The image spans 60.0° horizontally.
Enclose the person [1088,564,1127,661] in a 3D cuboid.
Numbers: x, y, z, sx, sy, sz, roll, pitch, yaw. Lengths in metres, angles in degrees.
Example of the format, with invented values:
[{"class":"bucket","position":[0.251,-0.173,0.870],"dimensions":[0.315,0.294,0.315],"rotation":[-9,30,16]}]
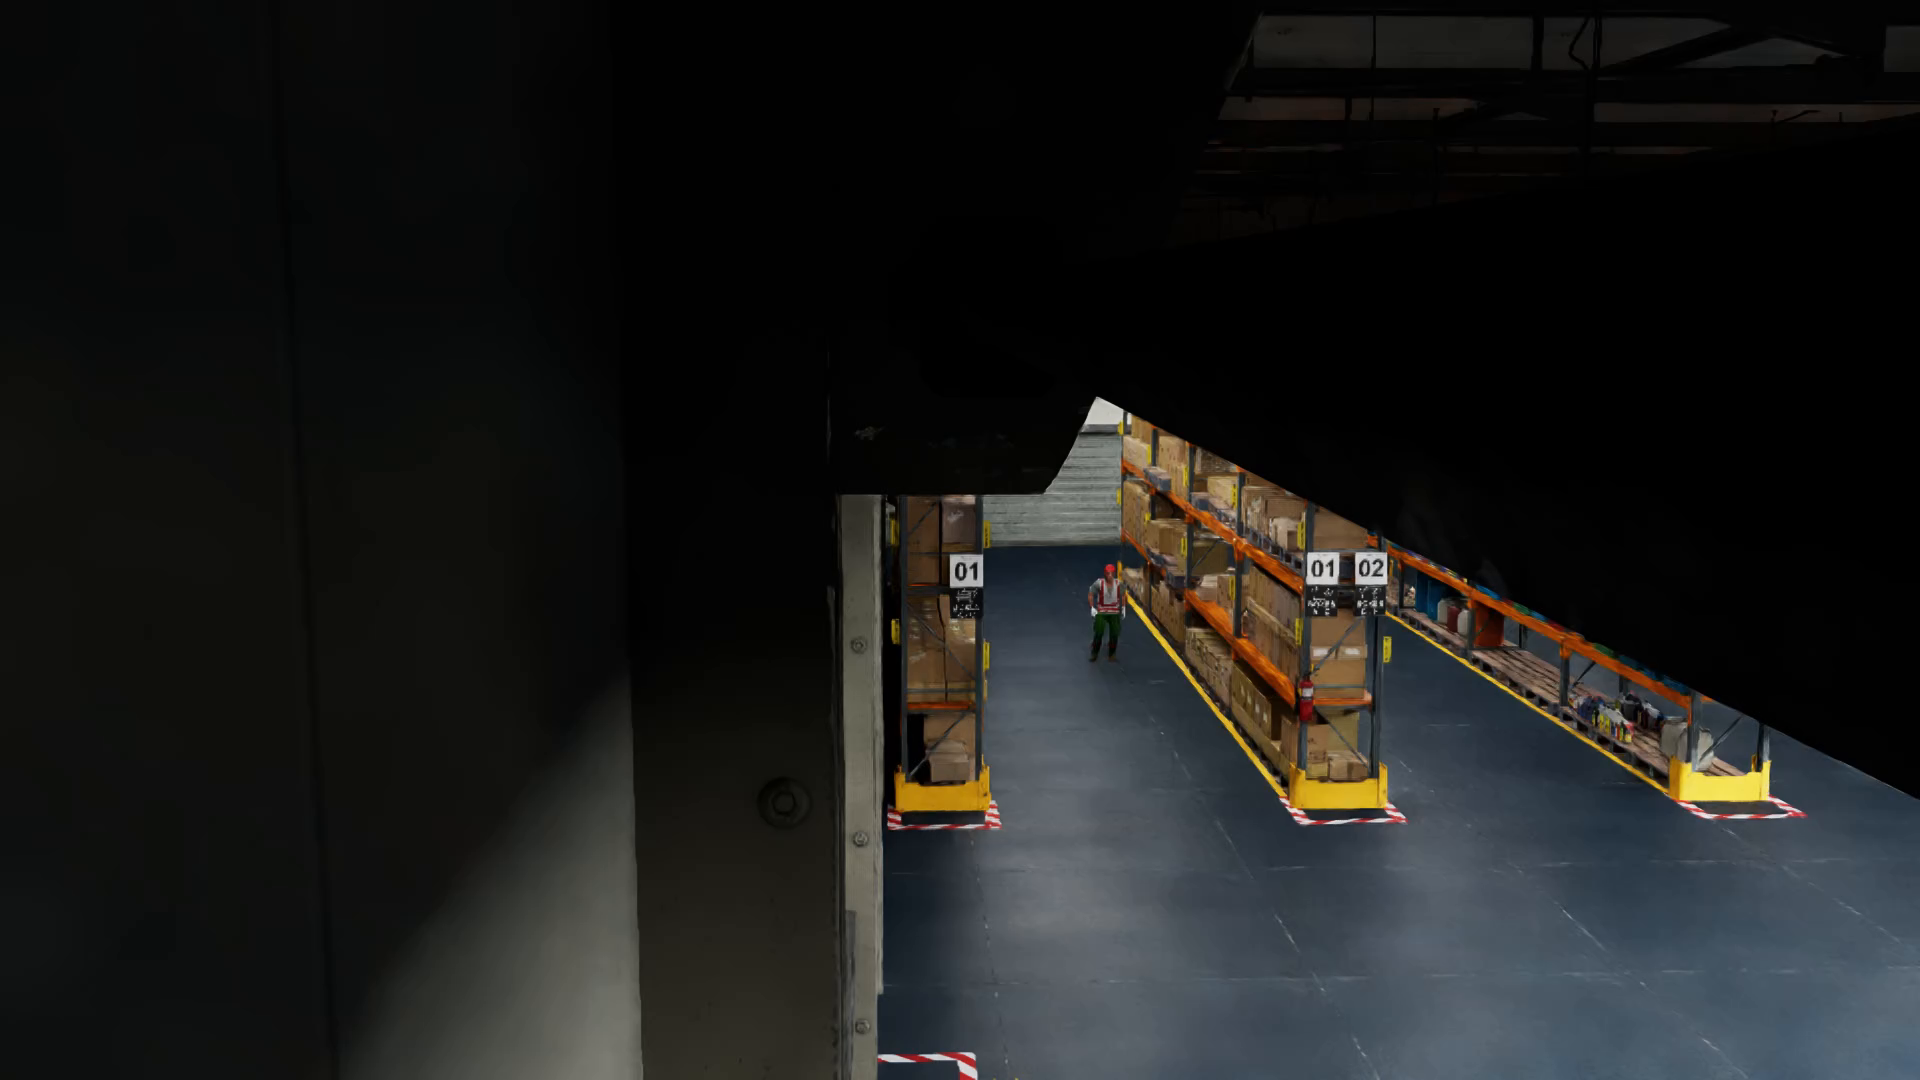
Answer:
[{"class":"person","position":[2.551,1.251,28.735],"dimensions":[0.677,1.742,0.552],"rotation":[-1,8,-4]}]
